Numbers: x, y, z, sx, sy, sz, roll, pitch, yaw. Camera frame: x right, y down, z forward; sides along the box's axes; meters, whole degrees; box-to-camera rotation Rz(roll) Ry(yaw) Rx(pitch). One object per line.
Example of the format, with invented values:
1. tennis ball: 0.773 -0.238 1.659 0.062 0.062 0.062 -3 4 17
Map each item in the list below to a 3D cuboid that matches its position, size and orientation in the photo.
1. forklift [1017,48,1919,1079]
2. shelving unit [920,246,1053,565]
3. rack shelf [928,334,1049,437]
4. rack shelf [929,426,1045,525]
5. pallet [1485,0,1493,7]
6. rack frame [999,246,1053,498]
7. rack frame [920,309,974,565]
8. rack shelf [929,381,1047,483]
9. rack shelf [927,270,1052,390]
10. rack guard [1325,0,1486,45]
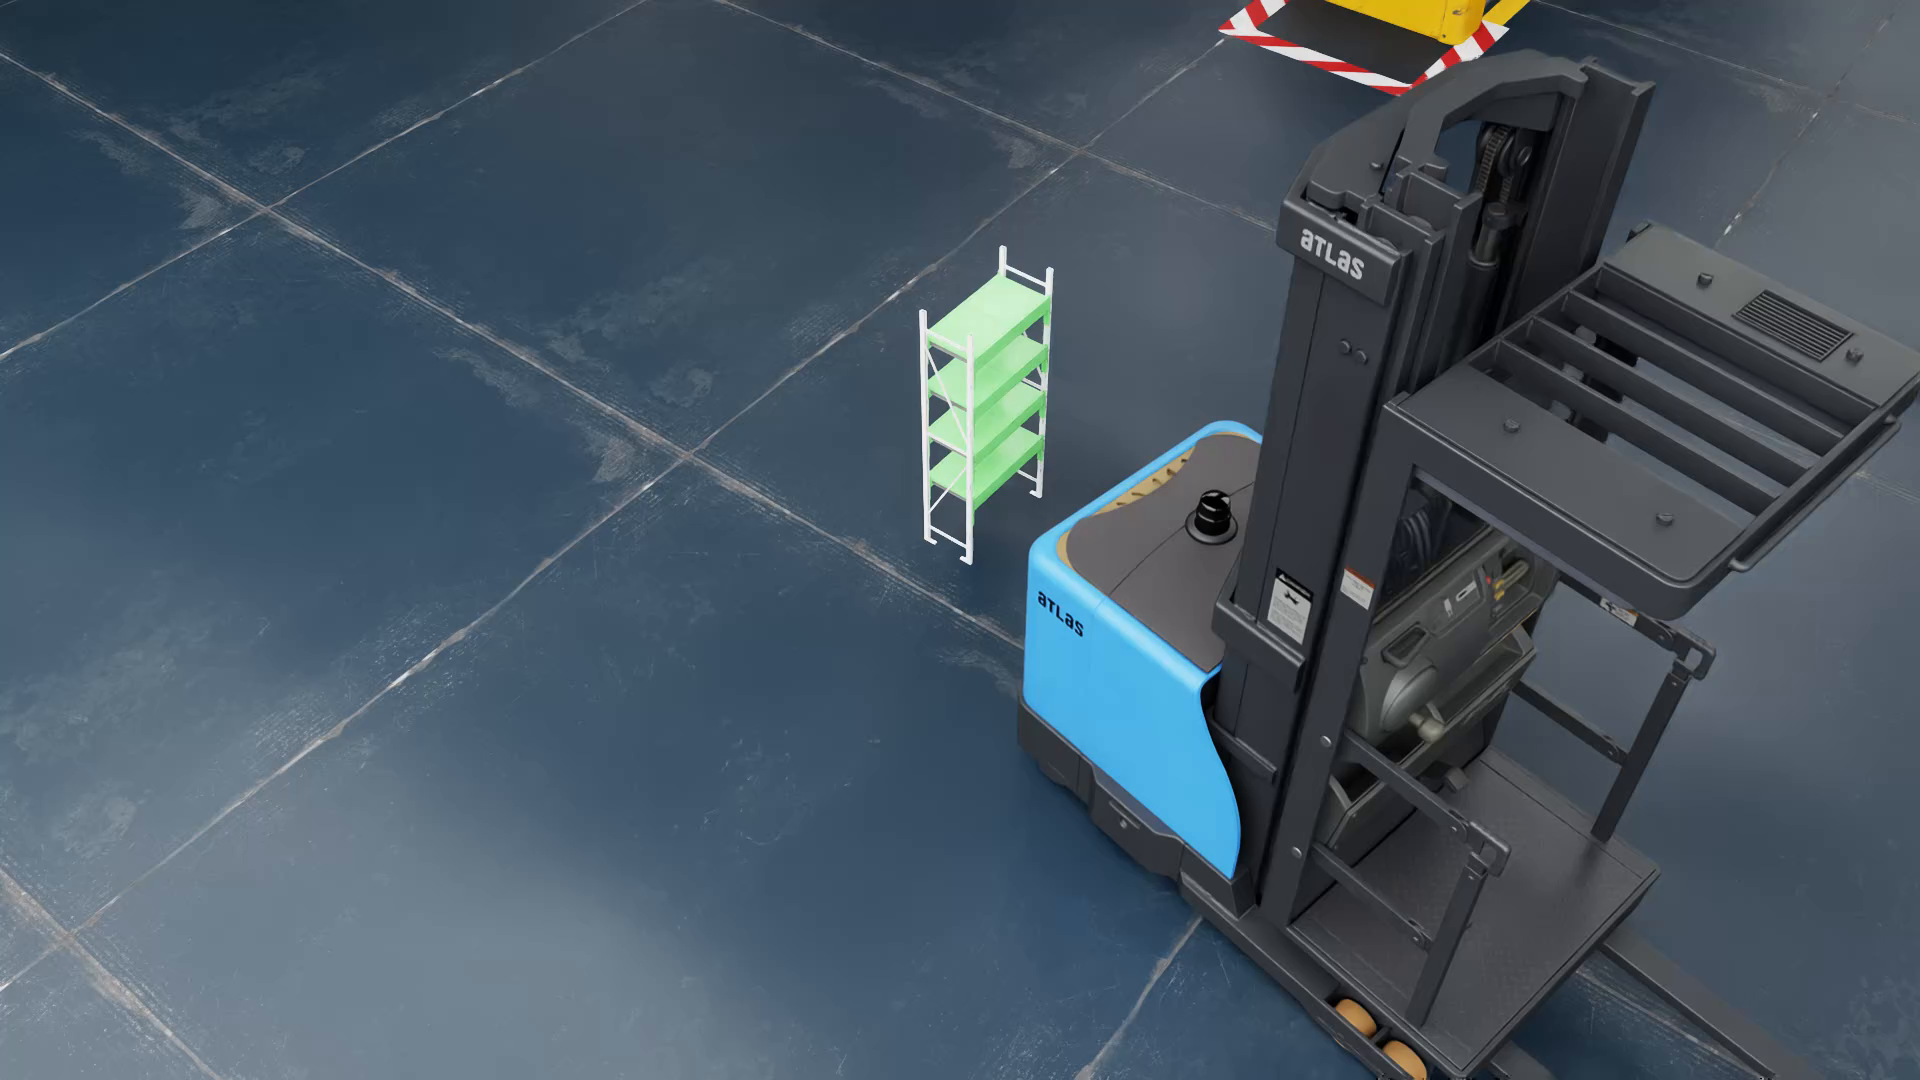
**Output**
1. forklift: 1.566 0.308 4.593 1.130 2.935 3.031 -33 55 -27
2. shelving unit: 0.101 -0.509 6.571 0.258 1.200 0.503 29 53 25
3. rack shelf: 0.101 -0.631 6.444 0.258 0.148 0.480 29 53 25
4. rack shelf: 0.101 -0.299 6.791 0.258 0.148 0.480 29 53 25
5. pallet: 3.029 -3.747 10.348 1.003 0.211 1.213 29 53 25
6. rack frame: 0.250 -0.649 6.705 0.240 1.200 0.015 29 53 25
7. rack frame: -0.048 -0.370 6.438 0.240 1.200 0.015 29 53 25
8. rack shelf: 0.101 -0.465 6.618 0.258 0.148 0.480 29 53 25
9. rack shelf: 0.101 -0.797 6.270 0.258 0.148 0.480 29 53 25
10. rack guard: 2.528 -3.384 9.802 1.175 0.500 0.348 29 53 25
